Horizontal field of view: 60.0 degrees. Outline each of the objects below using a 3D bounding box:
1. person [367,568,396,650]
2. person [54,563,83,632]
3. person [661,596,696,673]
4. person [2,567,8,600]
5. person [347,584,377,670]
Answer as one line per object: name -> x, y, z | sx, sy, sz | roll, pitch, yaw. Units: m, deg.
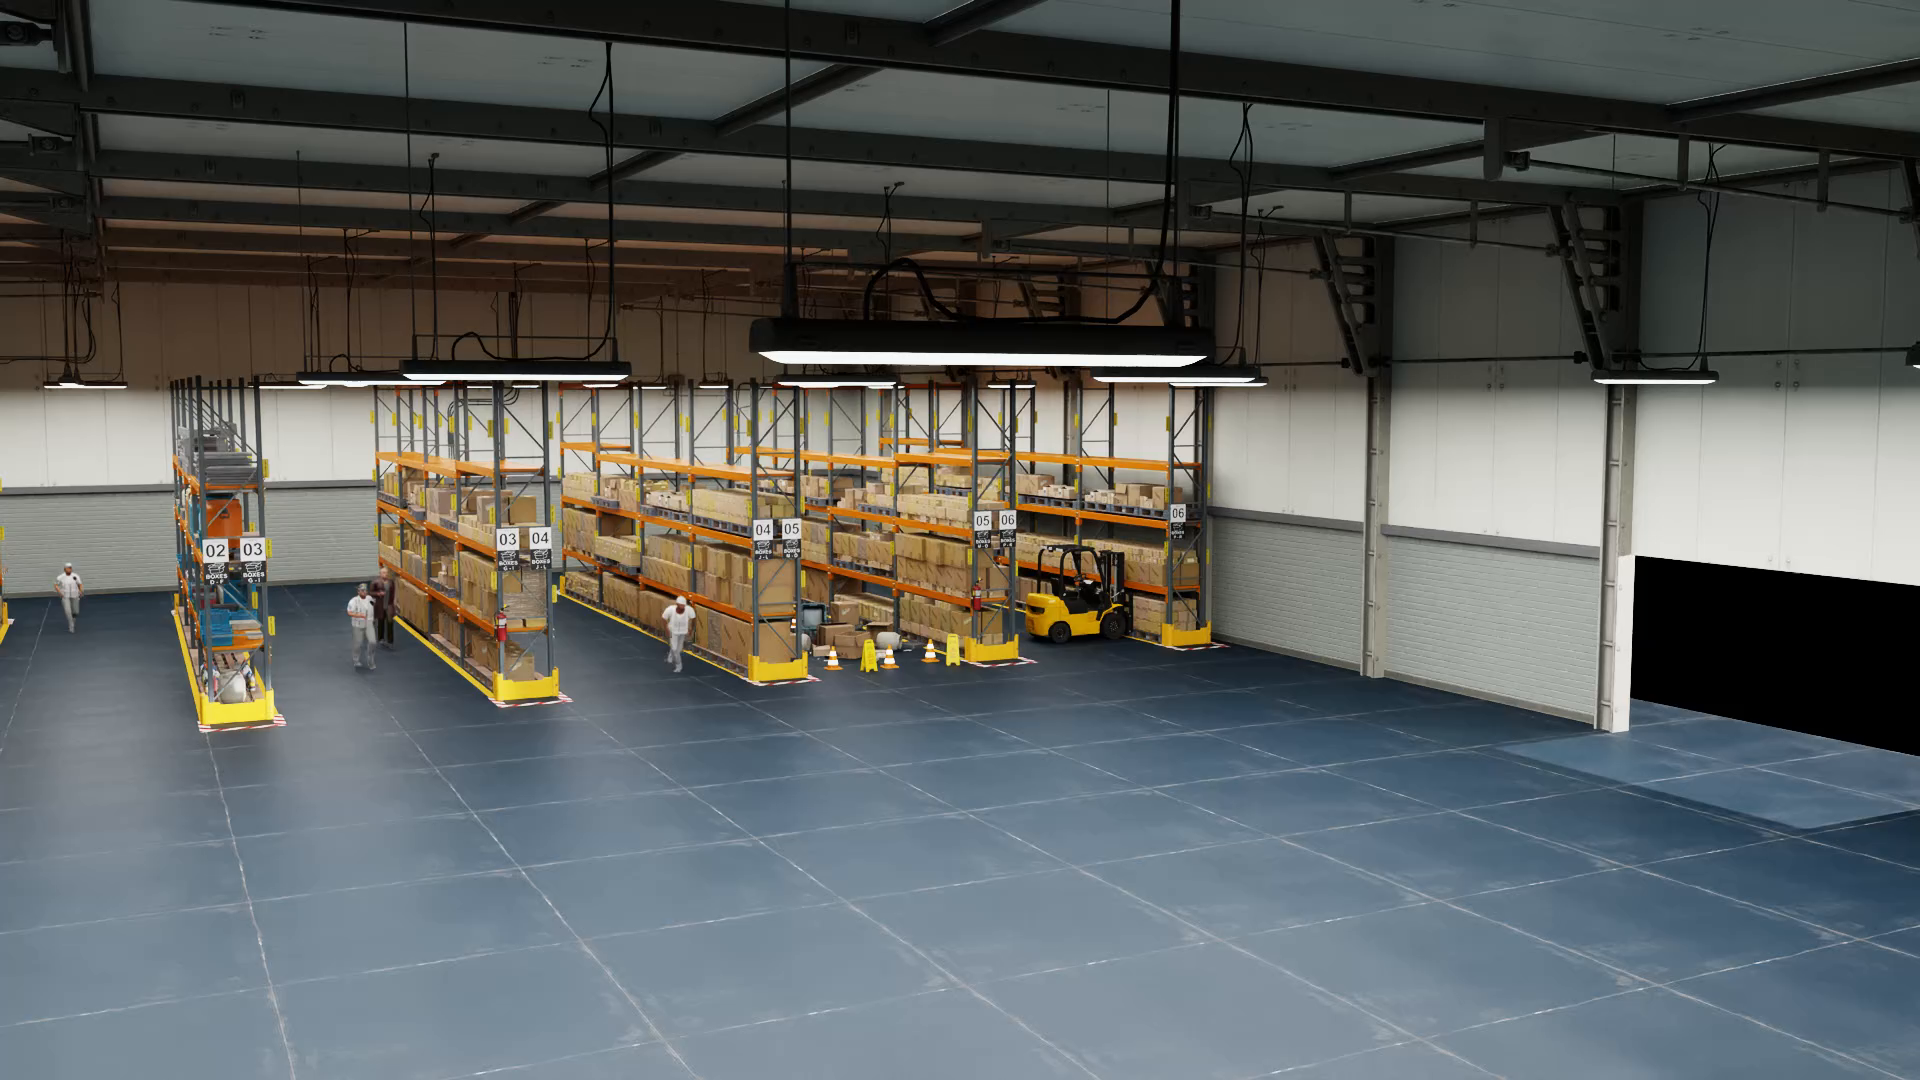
person -> -12.910, 1.590, 37.170 | 0.668, 1.766, 0.861 | -3, 6, -34
person -> -21.397, 1.377, 39.931 | 0.593, 1.640, 0.636 | -4, 6, -36
person -> -5.803, 1.905, 34.200 | 0.707, 1.599, 1.071 | -2, 5, -22
person -> -24.507, 1.126, 41.966 | 0.882, 1.779, 0.642 | -2, 5, -18
person -> -12.357, 1.809, 34.383 | 0.604, 1.840, 0.825 | -4, 6, -37
